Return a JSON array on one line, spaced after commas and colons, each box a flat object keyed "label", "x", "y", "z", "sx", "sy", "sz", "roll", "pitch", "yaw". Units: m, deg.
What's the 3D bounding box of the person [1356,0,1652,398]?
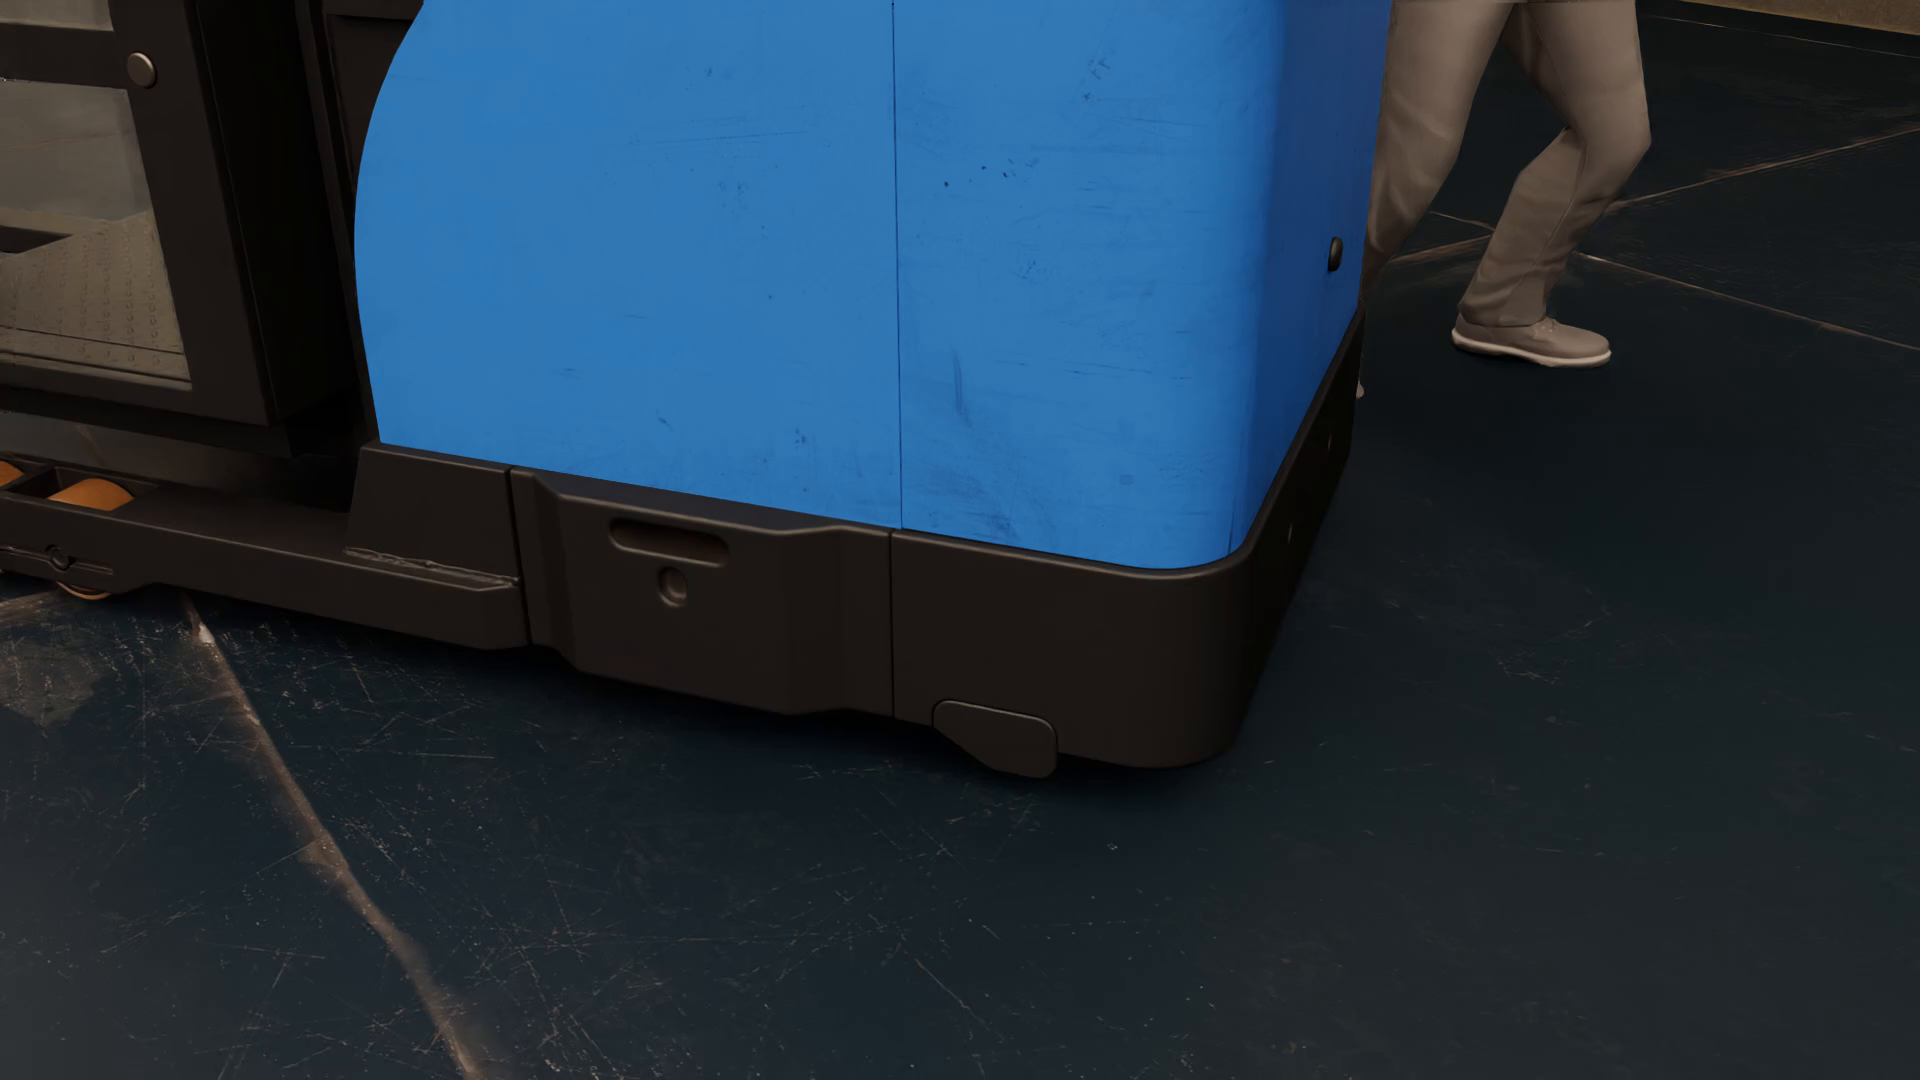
[{"label": "person", "x": 0.838, "y": -0.995, "z": 2.762, "sx": 0.792, "sy": 1.646, "sz": 0.454, "roll": -14, "pitch": 30, "yaw": -26}]

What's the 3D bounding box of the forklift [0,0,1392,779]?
[{"label": "forklift", "x": -0.959, "y": -1.436, "z": 2.094, "sx": 3.031, "sy": 2.935, "sz": 1.130, "roll": 9, "pitch": 28, "yaw": 18}]
